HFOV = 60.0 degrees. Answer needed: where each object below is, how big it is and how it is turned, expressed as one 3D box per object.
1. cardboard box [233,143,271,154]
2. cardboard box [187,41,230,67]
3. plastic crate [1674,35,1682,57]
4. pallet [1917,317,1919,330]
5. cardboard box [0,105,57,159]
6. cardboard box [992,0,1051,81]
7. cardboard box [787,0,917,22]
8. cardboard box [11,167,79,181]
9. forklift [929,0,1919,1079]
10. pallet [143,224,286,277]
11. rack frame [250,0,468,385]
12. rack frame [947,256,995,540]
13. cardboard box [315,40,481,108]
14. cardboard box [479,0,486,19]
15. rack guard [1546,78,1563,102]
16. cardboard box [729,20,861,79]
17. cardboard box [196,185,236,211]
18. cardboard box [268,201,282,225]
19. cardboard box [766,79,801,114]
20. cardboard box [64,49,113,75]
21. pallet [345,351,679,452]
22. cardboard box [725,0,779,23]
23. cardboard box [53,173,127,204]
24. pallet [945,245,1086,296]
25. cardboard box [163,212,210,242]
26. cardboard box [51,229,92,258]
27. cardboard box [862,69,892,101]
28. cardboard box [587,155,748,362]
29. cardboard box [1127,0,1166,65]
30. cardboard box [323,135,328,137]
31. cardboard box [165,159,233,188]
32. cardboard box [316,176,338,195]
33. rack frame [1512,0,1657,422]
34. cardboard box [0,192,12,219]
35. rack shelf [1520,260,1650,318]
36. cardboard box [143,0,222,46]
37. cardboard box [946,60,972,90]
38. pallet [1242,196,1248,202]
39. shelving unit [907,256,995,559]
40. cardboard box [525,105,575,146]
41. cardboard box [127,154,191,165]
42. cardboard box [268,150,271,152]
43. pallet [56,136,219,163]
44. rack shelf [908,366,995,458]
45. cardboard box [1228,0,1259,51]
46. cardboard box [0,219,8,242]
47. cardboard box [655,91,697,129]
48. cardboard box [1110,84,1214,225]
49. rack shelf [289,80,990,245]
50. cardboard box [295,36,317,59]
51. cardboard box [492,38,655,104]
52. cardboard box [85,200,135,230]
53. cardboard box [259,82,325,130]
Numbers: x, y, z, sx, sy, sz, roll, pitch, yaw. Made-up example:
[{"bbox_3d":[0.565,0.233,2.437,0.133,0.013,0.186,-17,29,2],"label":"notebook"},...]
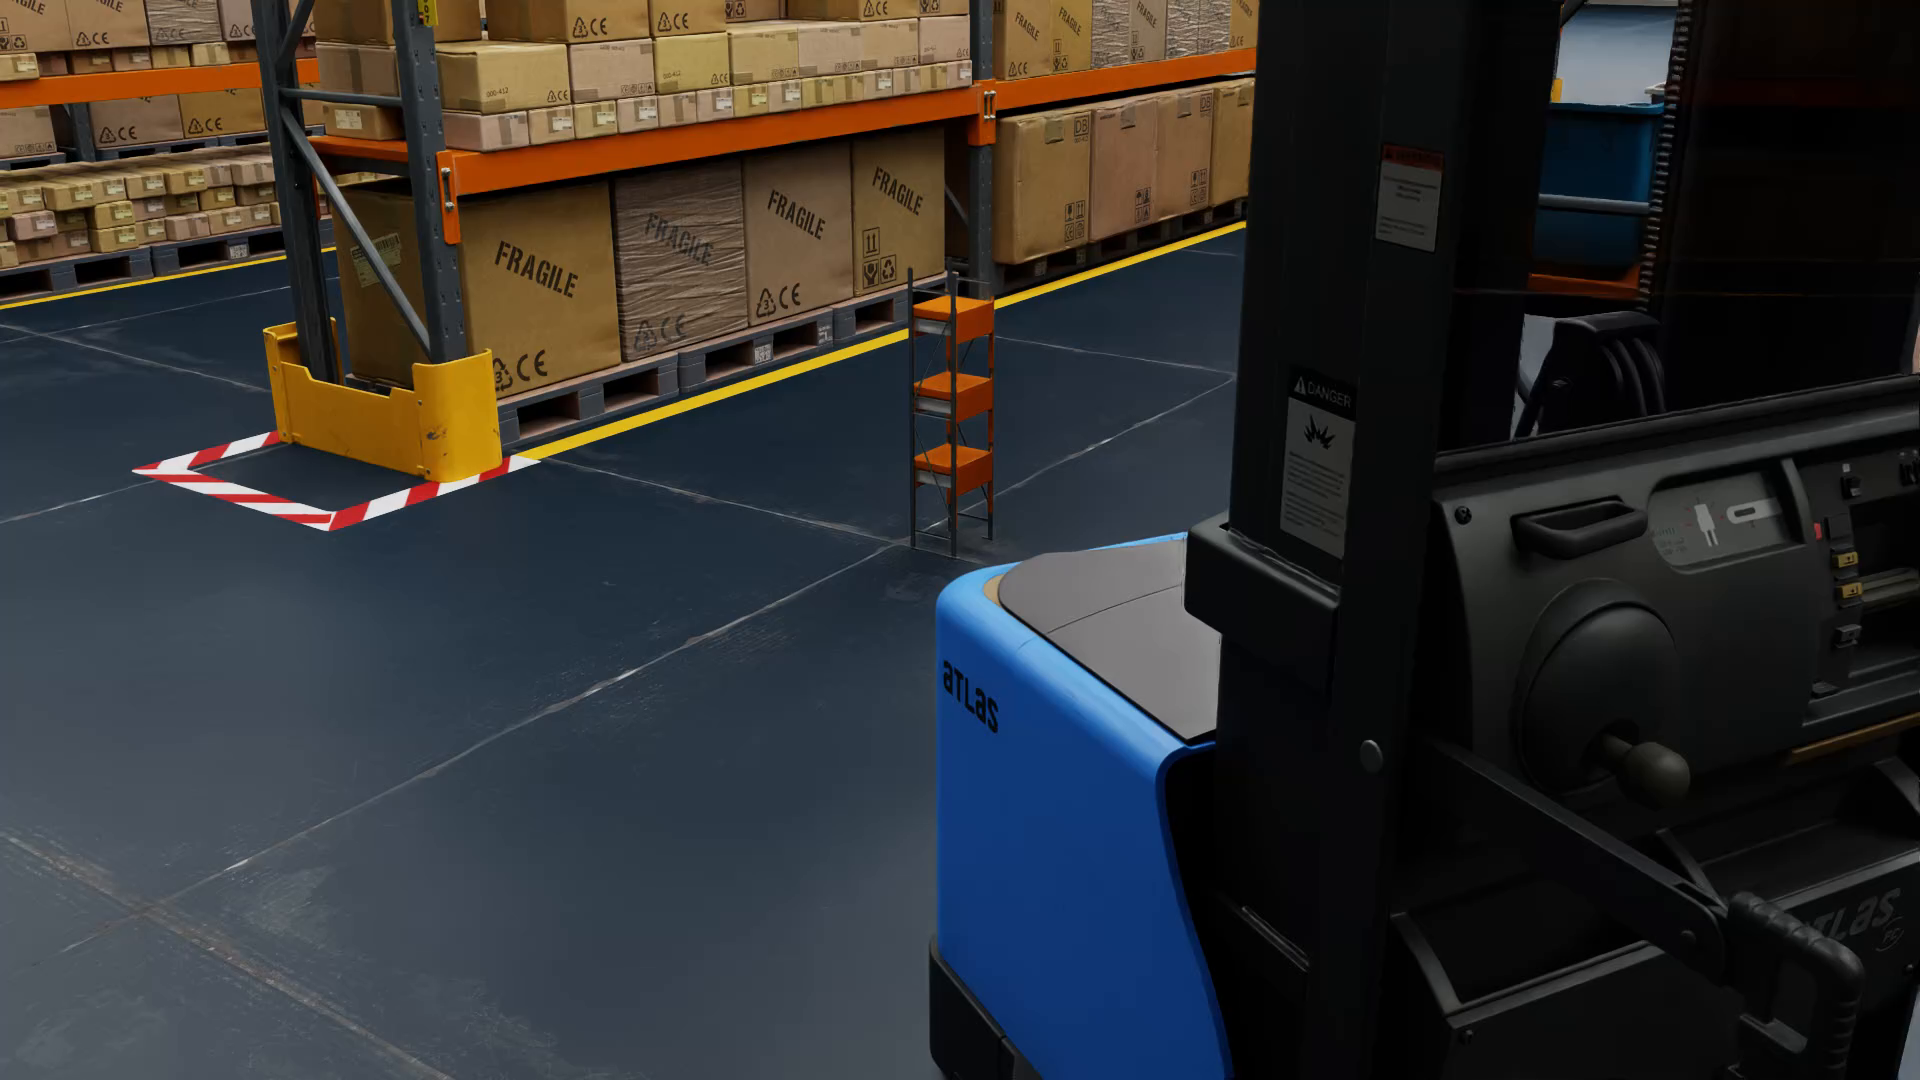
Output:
[{"bbox_3d":[-5.099,-2.800,12.157,0.380,0.149,0.250,13,24,30],"label":"cardboard box"},{"bbox_3d":[-5.087,-3.240,11.064,0.380,0.149,0.250,14,24,33],"label":"cardboard box"},{"bbox_3d":[3.132,-1.837,6.729,0.402,0.464,0.583,13,24,32],"label":"plastic crate"},{"bbox_3d":[4.994,-1.243,9.322,1.003,0.211,1.213,13,24,32],"label":"pallet"},{"bbox_3d":[-8.893,-3.721,15.088,0.875,0.438,0.875,13,24,31],"label":"cardboard box"},{"bbox_3d":[0.210,-3.082,10.130,0.500,0.500,0.500,13,24,32],"label":"cardboard box"},{"bbox_3d":[-0.578,-3.046,8.883,0.500,0.500,0.500,14,24,32],"label":"cardboard box"},{"bbox_3d":[-6.034,-2.363,10.976,0.380,0.149,0.250,12,24,30],"label":"cardboard box"},{"bbox_3d":[1.047,0.078,1.830,1.130,2.935,3.031,-10,22,-25],"label":"forklift"},{"bbox_3d":[-5.334,-2.090,11.610,1.003,0.211,1.213,13,24,32],"label":"pallet"},{"bbox_3d":[-2.504,-1.805,6.820,1.000,3.000,0.127,13,24,32],"label":"rack frame"},{"bbox_3d":[0.038,-0.512,6.136,0.200,1.050,0.008,13,24,32],"label":"rack frame"},{"bbox_3d":[-2.451,-2.064,7.310,0.500,0.250,0.500,13,24,31],"label":"cardboard box"},{"bbox_3d":[-3.699,-4.051,12.650,0.380,0.149,0.250,12,23,29],"label":"cardboard box"},{"bbox_3d":[6.448,-5.201,19.605,1.175,0.500,0.348,13,24,32],"label":"rack guard"},{"bbox_3d":[-0.862,-2.548,8.617,0.500,0.250,0.500,14,24,33],"label":"cardboard box"},{"bbox_3d":[-5.194,-2.364,11.408,0.380,0.149,0.250,15,25,34],"label":"cardboard box"},{"bbox_3d":[-4.821,-2.332,11.751,0.380,0.149,0.250,13,24,32],"label":"cardboard box"},{"bbox_3d":[-1.022,-2.241,8.363,0.380,0.149,0.250,14,24,33],"label":"cardboard box"},{"bbox_3d":[-5.587,-3.034,10.506,0.380,0.149,0.250,13,24,31],"label":"cardboard box"},{"bbox_3d":[-2.119,-0.741,7.965,1.003,0.211,1.213,13,24,32],"label":"pallet"},{"bbox_3d":[-1.308,-2.996,8.746,0.500,0.500,0.500,12,24,30],"label":"cardboard box"},{"bbox_3d":[-5.600,-2.261,10.700,0.380,0.149,0.250,12,23,29],"label":"cardboard box"},{"bbox_3d":[0.116,-1.880,11.044,1.003,0.211,1.213,13,24,32],"label":"pallet"},{"bbox_3d":[-5.266,-2.110,11.151,0.380,0.149,0.250,12,23,29],"label":"cardboard box"},{"bbox_3d":[-5.777,-1.912,10.615,0.380,0.149,0.250,14,24,32],"label":"cardboard box"},{"bbox_3d":[-0.589,-2.462,8.958,0.380,0.149,0.250,14,24,33],"label":"cardboard box"},{"bbox_3d":[-1.699,-1.465,8.360,0.875,0.875,0.875,13,24,32],"label":"cardboard box"},{"bbox_3d":[1.060,-3.520,11.312,0.500,0.500,0.500,14,24,33],"label":"cardboard box"},{"bbox_3d":[-4.666,-3.029,12.776,0.380,0.149,0.250,14,25,34],"label":"cardboard box"},{"bbox_3d":[-5.188,-2.496,11.336,0.380,0.149,0.250,13,24,32],"label":"cardboard box"},{"bbox_3d":[-4.715,-2.582,11.998,0.380,0.149,0.250,14,24,32],"label":"cardboard box"},{"bbox_3d":[1.592,-0.839,4.208,1.000,3.000,0.127,13,24,32],"label":"rack frame"},{"bbox_3d":[-5.974,-2.024,10.059,0.380,0.149,0.250,12,23,29],"label":"cardboard box"},{"bbox_3d":[2.717,-1.075,5.884,1.077,0.370,4.000,13,24,32],"label":"rack shelf"},{"bbox_3d":[-5.221,-3.506,10.847,0.500,0.500,0.500,13,24,30],"label":"cardboard box"},{"bbox_3d":[-0.156,-2.683,9.557,0.380,0.149,0.250,13,24,32],"label":"cardboard box"},{"bbox_3d":[2.434,-3.016,14.114,1.003,0.211,1.213,13,24,32],"label":"pallet"},{"bbox_3d":[-0.030,-0.477,6.041,0.215,1.050,0.252,13,24,32],"label":"shelving unit"},{"bbox_3d":[-1.888,-1.798,7.164,0.380,0.149,0.250,13,24,31],"label":"cardboard box"},{"bbox_3d":[-5.565,-2.586,11.578,0.380,0.149,0.250,13,24,32],"label":"cardboard box"},{"bbox_3d":[-4.741,-2.721,11.945,0.380,0.149,0.250,14,25,34],"label":"cardboard box"},{"bbox_3d":[-8.080,-3.813,16.269,1.003,0.211,1.213,13,24,32],"label":"pallet"},{"bbox_3d":[-0.030,-0.467,6.045,0.215,0.259,0.240,13,24,32],"label":"rack shelf"},{"bbox_3d":[1.921,-3.957,12.494,0.500,0.500,0.500,14,25,33],"label":"cardboard box"},{"bbox_3d":[-6.042,-1.900,10.154,0.380,0.149,0.250,14,25,34],"label":"cardboard box"},{"bbox_3d":[-1.455,-2.019,7.763,0.380,0.149,0.250,13,24,31],"label":"cardboard box"},{"bbox_3d":[1.081,-2.852,12.109,1.225,0.875,0.875,13,24,32],"label":"cardboard box"},{"bbox_3d":[-1.380,-2.041,8.496,1.077,0.370,4.000,13,24,32],"label":"rack shelf"},{"bbox_3d":[-4.723,-3.482,11.718,0.380,0.149,0.250,13,24,30],"label":"cardboard box"},{"bbox_3d":[-1.724,-2.109,7.431,0.500,0.250,0.500,13,24,31],"label":"cardboard box"},{"bbox_3d":[-5.543,-2.108,10.715,0.380,0.149,0.250,14,25,33],"label":"cardboard box"},{"bbox_3d":[-7.165,-4.796,17.364,0.875,0.875,0.875,14,24,32],"label":"cardboard box"}]
